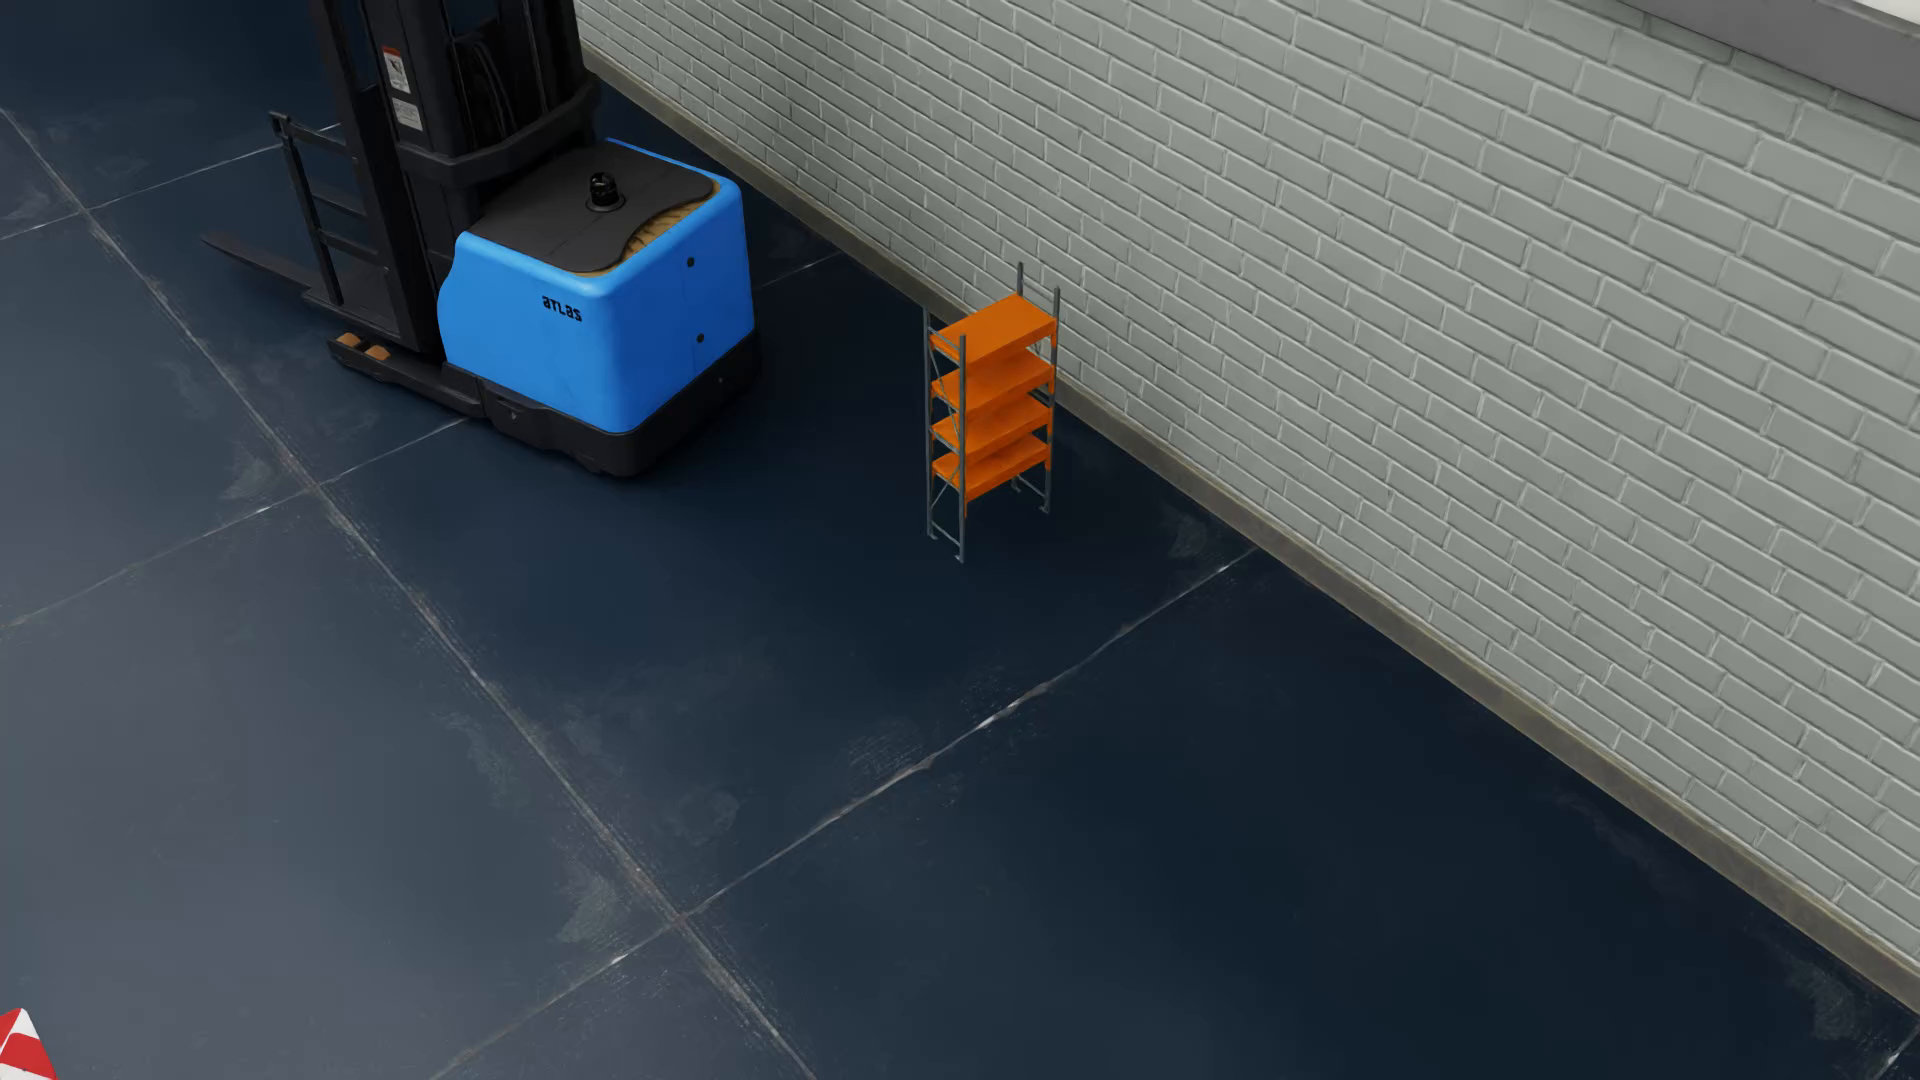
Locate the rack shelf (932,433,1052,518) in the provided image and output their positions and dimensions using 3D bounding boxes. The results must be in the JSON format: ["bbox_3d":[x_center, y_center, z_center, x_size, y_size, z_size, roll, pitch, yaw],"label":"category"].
[{"bbox_3d":[0.127,-0.316,7.099,0.480,0.148,0.258,-30,51,-28],"label":"rack shelf"}]

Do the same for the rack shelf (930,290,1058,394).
[{"bbox_3d":[0.127,-0.796,6.648,0.480,0.148,0.258,-30,51,-28],"label":"rack shelf"}]

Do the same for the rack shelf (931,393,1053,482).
[{"bbox_3d":[0.127,-0.461,6.963,0.480,0.148,0.258,-30,51,-28],"label":"rack shelf"}]

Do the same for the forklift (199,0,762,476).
[{"bbox_3d":[-2.478,-2.126,7.372,3.031,2.935,1.130,23,48,23],"label":"forklift"}]

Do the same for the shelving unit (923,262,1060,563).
[{"bbox_3d":[0.127,-0.510,6.917,0.503,1.200,0.258,-30,51,-28],"label":"shelving unit"}]

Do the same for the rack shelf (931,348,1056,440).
[{"bbox_3d":[0.127,-0.624,6.810,0.480,0.148,0.258,-30,51,-28],"label":"rack shelf"}]

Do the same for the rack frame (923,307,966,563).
[{"bbox_3d":[-0.060,-0.403,6.803,0.015,1.200,0.240,-30,51,-28],"label":"rack frame"}]

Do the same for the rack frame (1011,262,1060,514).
[{"bbox_3d":[0.314,-0.617,7.031,0.015,1.200,0.240,-30,51,-28],"label":"rack frame"}]
